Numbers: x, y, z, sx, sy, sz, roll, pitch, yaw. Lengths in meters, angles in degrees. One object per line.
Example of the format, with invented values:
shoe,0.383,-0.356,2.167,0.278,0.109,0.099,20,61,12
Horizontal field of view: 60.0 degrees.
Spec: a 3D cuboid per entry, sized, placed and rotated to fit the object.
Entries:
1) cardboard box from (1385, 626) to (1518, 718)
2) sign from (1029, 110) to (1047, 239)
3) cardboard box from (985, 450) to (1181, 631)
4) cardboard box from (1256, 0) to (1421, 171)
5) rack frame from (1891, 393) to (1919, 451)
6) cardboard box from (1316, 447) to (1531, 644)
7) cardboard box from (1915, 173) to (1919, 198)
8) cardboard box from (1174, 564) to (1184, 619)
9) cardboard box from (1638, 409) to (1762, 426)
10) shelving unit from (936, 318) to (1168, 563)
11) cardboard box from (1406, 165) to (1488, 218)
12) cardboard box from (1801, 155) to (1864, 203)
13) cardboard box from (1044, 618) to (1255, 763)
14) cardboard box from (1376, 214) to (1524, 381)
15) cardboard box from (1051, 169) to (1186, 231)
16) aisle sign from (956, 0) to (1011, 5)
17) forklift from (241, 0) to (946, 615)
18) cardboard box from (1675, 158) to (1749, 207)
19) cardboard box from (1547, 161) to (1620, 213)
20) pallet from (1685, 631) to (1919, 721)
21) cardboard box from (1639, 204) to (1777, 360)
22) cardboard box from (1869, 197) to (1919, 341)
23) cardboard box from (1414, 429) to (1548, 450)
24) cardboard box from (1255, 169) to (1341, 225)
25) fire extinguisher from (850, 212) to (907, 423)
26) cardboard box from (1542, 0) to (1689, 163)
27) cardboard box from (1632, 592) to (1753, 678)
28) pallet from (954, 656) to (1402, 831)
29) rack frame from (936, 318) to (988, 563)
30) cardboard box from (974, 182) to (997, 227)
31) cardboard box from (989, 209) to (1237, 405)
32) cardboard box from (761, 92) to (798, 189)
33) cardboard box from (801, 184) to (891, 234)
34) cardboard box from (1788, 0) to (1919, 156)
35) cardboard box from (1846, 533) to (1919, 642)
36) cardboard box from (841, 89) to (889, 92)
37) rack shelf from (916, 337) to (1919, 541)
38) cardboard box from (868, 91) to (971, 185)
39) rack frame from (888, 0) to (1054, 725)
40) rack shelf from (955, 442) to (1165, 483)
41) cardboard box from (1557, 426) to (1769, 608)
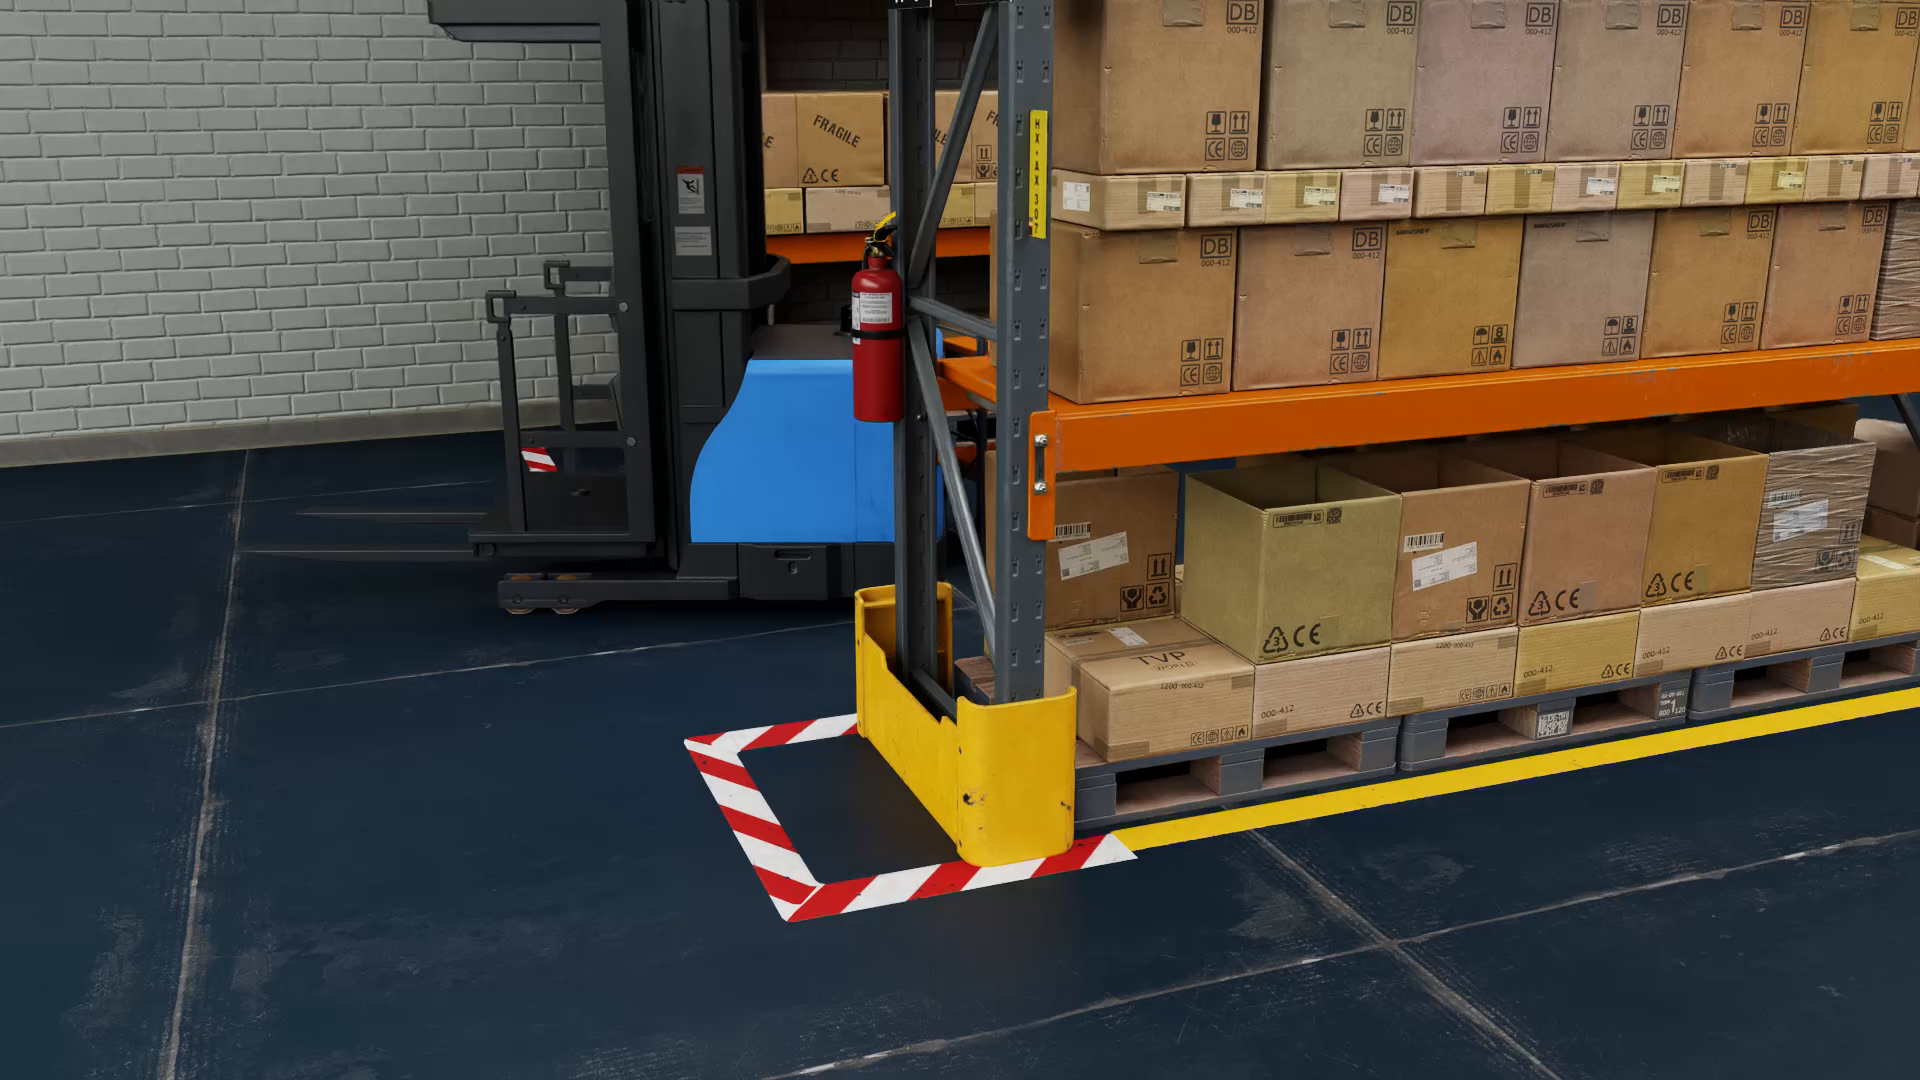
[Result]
cardboard box,1.525,0.368,5.657,0.500,0.250,0.500,-6,17,-20
sign,0.205,-0.960,4.366,0.005,0.325,0.100,-6,17,-20
cardboard box,0.406,-0.027,5.672,0.500,0.500,0.500,-6,17,-20
cardboard box,0.991,-1.427,5.154,0.500,0.500,0.700,-7,18,-22
rack frame,3.747,-1.056,6.372,0.127,3.000,1.000,-6,17,-20
cardboard box,1.521,0.005,5.562,0.500,0.500,0.500,-6,17,-20
cardboard box,3.338,-1.307,5.898,0.250,0.149,0.380,-7,18,-21
cardboard box,0.869,0.279,5.958,0.500,0.250,0.500,-6,17,-20
cardboard box,2.738,-0.281,6.537,0.500,0.500,0.500,-6,17,-20
shelving unit,0.437,-0.561,8.011,1.048,1.125,0.538,-9,19,-27
cardboard box,1.419,-1.100,5.190,0.250,0.149,0.380,-7,18,-22
cardboard box,2.849,-1.253,5.714,0.250,0.149,0.380,-6,17,-20
cardboard box,0.592,0.469,5.311,0.500,0.250,0.500,-6,17,-20
cardboard box,1.407,-0.847,5.483,0.500,0.500,0.700,-6,17,-20
cardboard box,0.455,-0.995,4.835,0.250,0.149,0.380,-6,18,-20
aisle sign,0.060,-1.813,4.335,0.004,0.787,0.394,-6,17,-20
forklift,-1.580,-1.240,7.119,3.031,2.935,1.130,0,16,0
cardboard box,2.383,-1.204,5.546,0.250,0.149,0.380,-6,17,-18
cardboard box,1.891,-1.150,5.361,0.250,0.149,0.380,-6,17,-20
pallet,2.989,0.351,6.529,1.213,0.211,1.003,-6,17,-20
cardboard box,2.375,-0.953,5.844,0.500,0.500,0.700,-6,17,-19
cardboard box,3.335,-1.058,6.199,0.500,0.500,0.700,-7,18,-22
cardboard box,1.802,-0.182,6.198,0.500,0.500,0.500,-6,17,-20
cardboard box,0.934,-1.047,5.012,0.250,0.149,0.380,-6,17,-20
fire extinguisher,-0.265,-0.726,5.385,0.183,0.674,0.296,-6,17,-20
cardboard box,1.929,-1.529,5.500,0.500,0.500,0.700,-6,17,-20
cardboard box,2.460,0.268,5.997,0.500,0.250,0.500,-6,17,-20
pallet,0.711,0.597,5.691,1.213,0.211,1.003,-6,17,-20
rack frame,-0.009,-0.492,7.777,0.032,1.125,0.500,-9,19,-27
cardboard box,0.235,-2.016,9.869,0.500,0.250,0.500,-6,17,-20
cardboard box,0.452,-0.745,5.133,0.500,0.500,0.700,-6,17,-20
cardboard box,-1.211,-2.222,9.242,0.500,0.500,0.500,-6,17,-20
cardboard box,-0.715,-1.915,9.528,0.500,0.250,0.500,-7,18,-22
cardboard box,2.863,-1.629,5.842,0.500,0.500,0.700,-6,17,-20
cardboard box,3.392,0.166,6.345,0.500,0.250,0.500,-6,17,-20
cardboard box,-0.445,-2.458,10.045,0.500,0.500,0.500,-7,18,-22
rack shelf,1.879,-0.509,5.786,4.000,0.370,1.077,-6,17,-20
cardboard box,-0.261,-2.320,9.575,0.500,0.500,0.500,-7,18,-22
rack frame,0.012,-0.653,4.998,0.127,3.000,1.000,-6,17,-20
rack shelf,0.437,-0.326,8.080,1.000,0.278,0.538,-9,19,-27
cardboard box,2.455,-0.095,5.903,0.500,0.500,0.500,-6,17,-20
